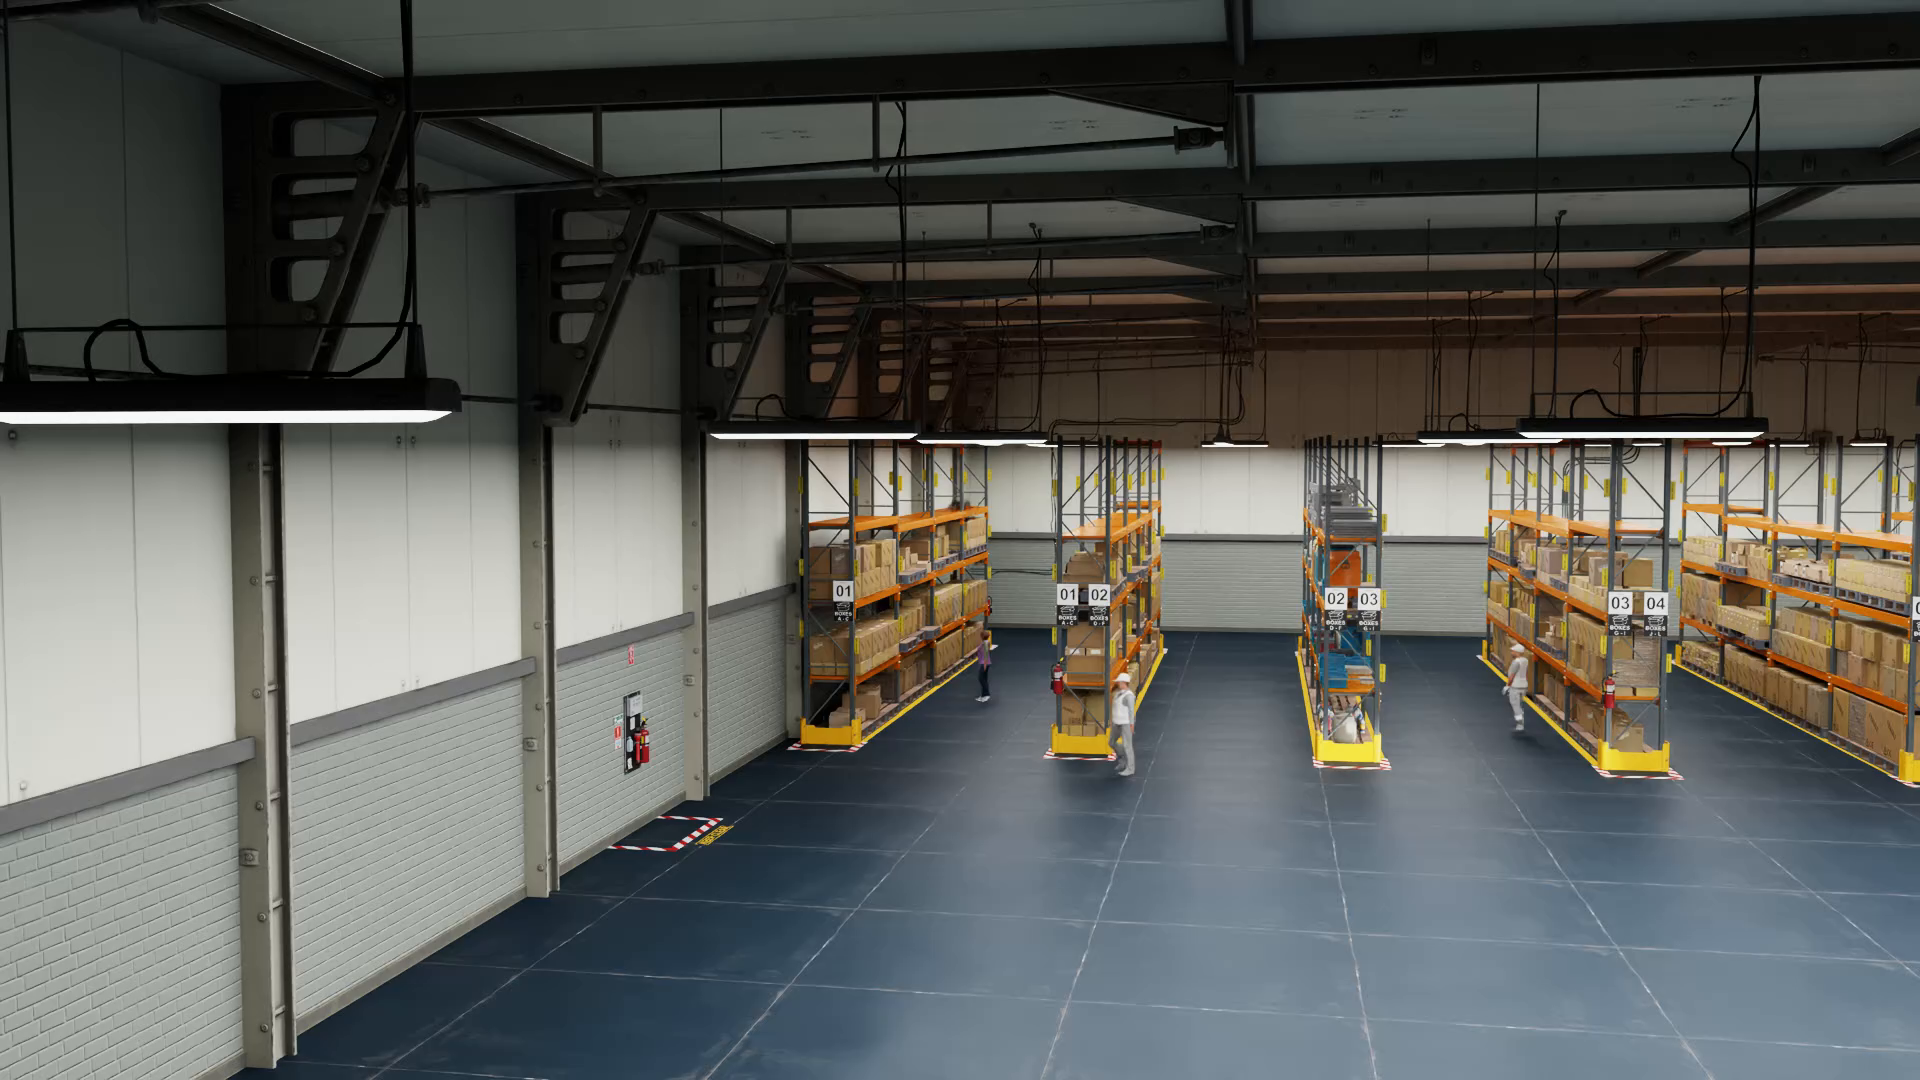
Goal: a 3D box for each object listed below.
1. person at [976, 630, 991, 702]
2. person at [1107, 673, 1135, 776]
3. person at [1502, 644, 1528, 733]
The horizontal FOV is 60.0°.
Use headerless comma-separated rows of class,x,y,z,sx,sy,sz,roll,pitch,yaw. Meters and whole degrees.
person,0.540,2.872,37.980,0.339,1.620,0.473,0,3,1
person,2.874,3.234,29.367,0.399,1.786,0.583,-1,3,-20
person,11.255,3.014,33.655,0.579,1.831,0.468,-2,4,-29
